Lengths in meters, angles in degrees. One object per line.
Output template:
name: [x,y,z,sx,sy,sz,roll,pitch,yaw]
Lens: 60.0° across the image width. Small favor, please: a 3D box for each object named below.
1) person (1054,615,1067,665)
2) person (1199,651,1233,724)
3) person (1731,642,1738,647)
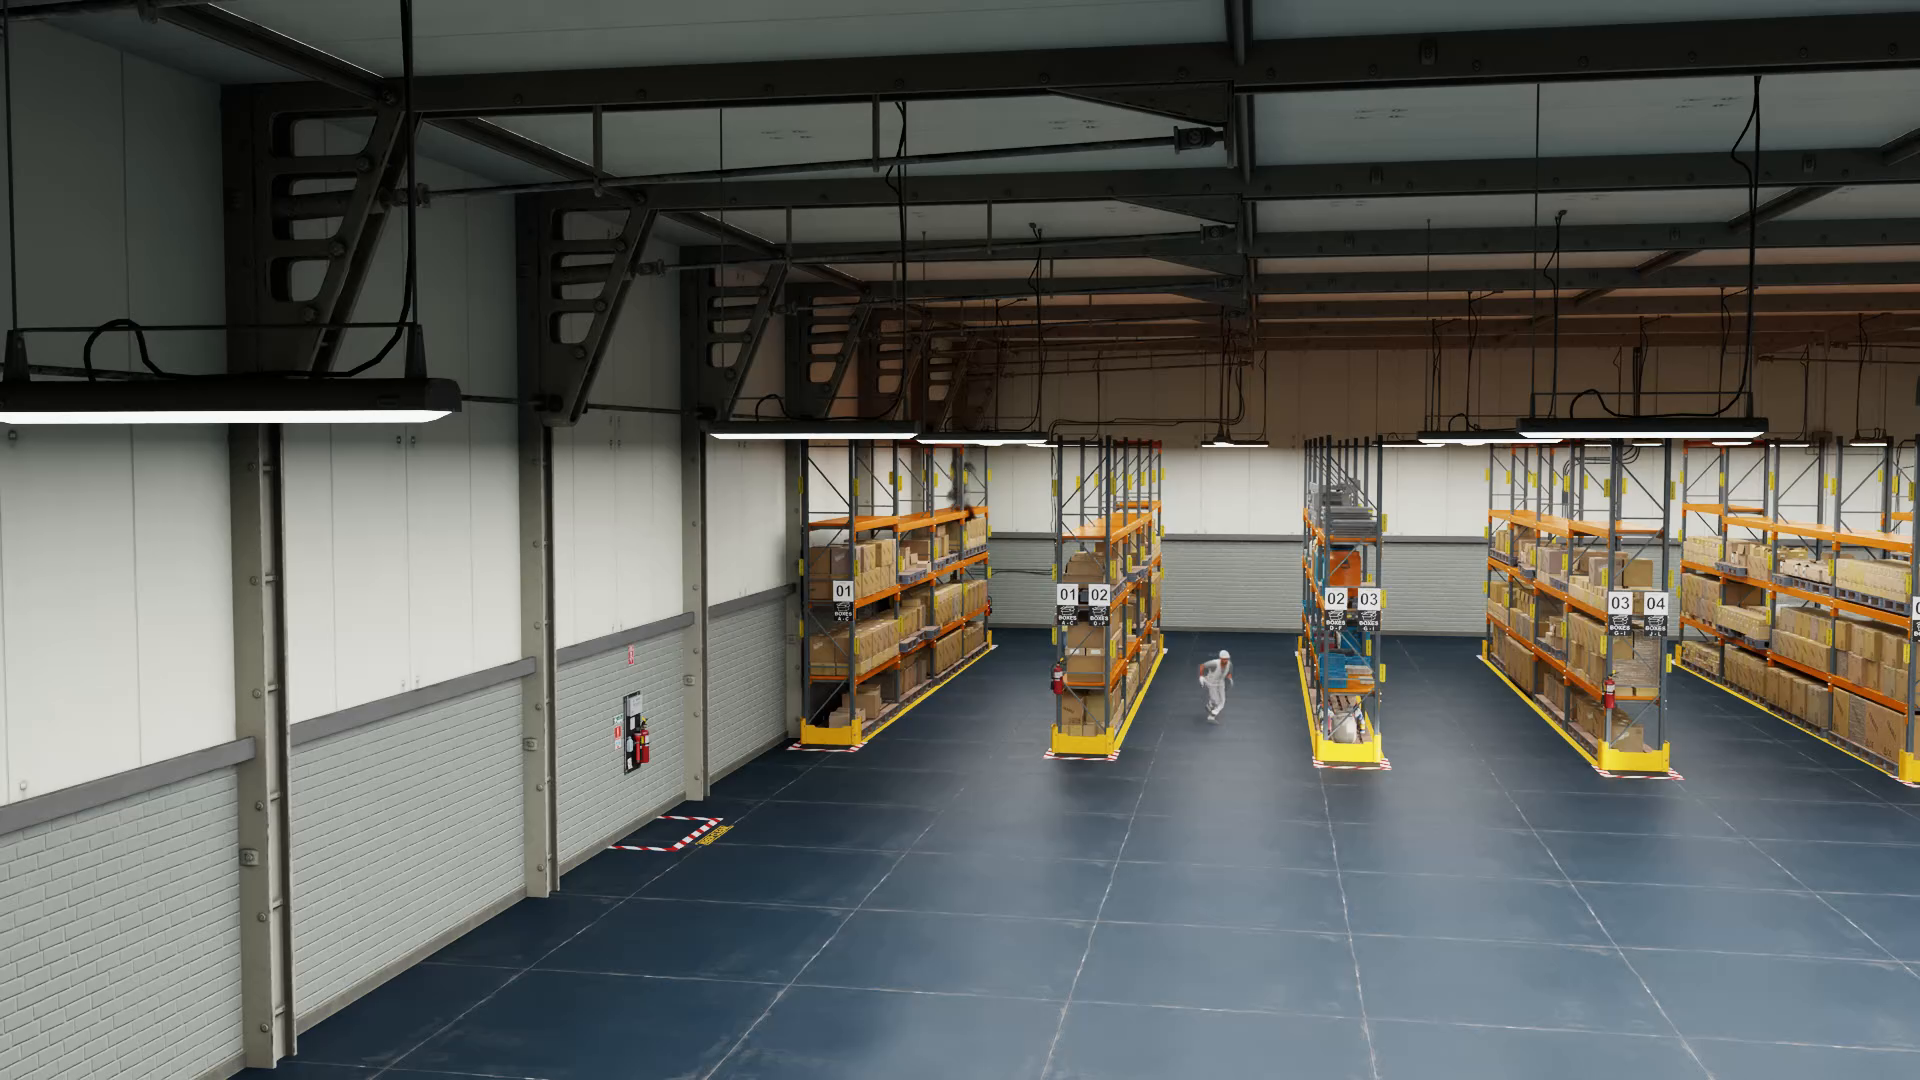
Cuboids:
person: [2.786,2.462,44.322,0.681,1.729,0.597,1,3,17]
person: [5.324,3.064,34.554,0.694,1.589,0.828,-1,3,-21]
person: [21.408,2.410,45.587,0.922,1.724,0.716,0,3,1]
